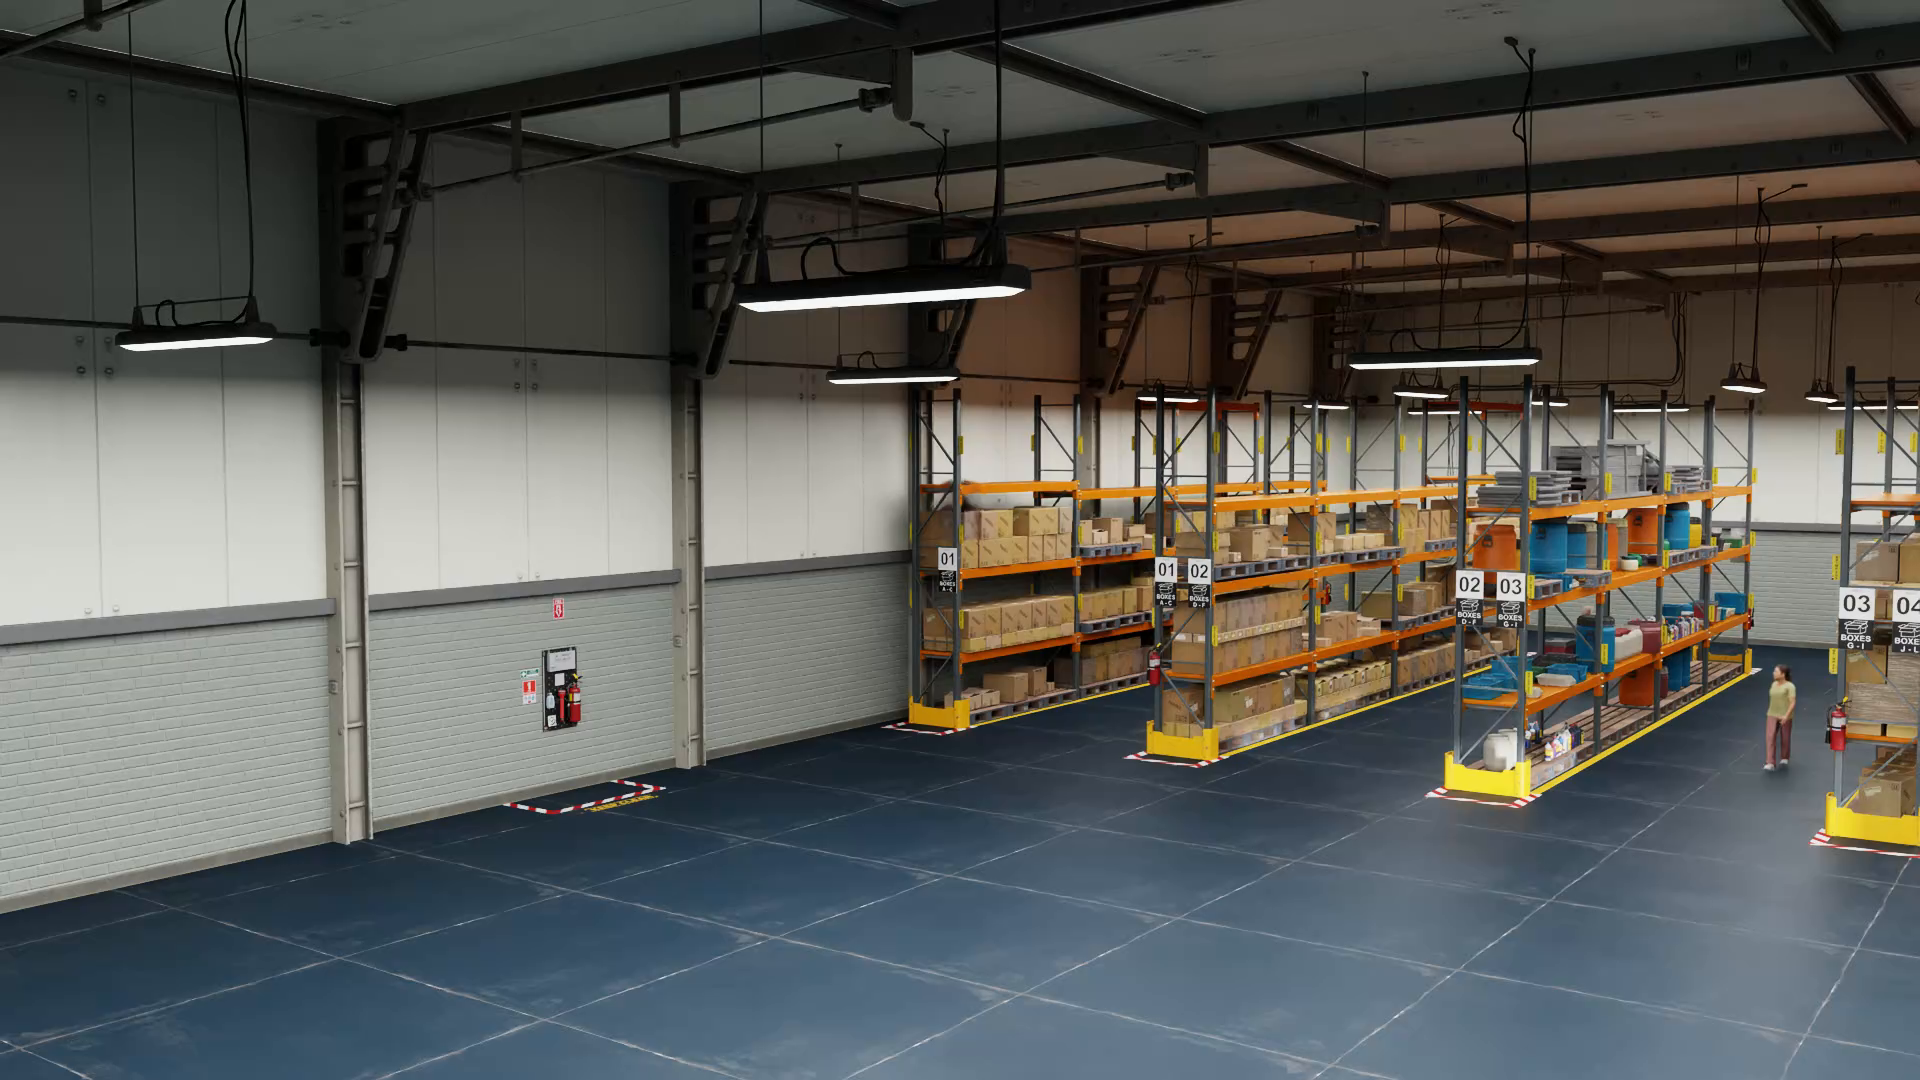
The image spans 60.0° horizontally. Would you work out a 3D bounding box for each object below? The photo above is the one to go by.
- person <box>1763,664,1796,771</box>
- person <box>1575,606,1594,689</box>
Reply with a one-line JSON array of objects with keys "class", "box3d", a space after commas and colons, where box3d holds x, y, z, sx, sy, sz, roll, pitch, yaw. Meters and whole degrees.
[{"class": "person", "box3d": [12.618, 2.721, 25.557, 0.417, 1.613, 1.021, 2, 4, 33]}, {"class": "person", "box3d": [12.746, 2.199, 34.161, 0.623, 1.713, 0.540, 1, 3, 20]}]
